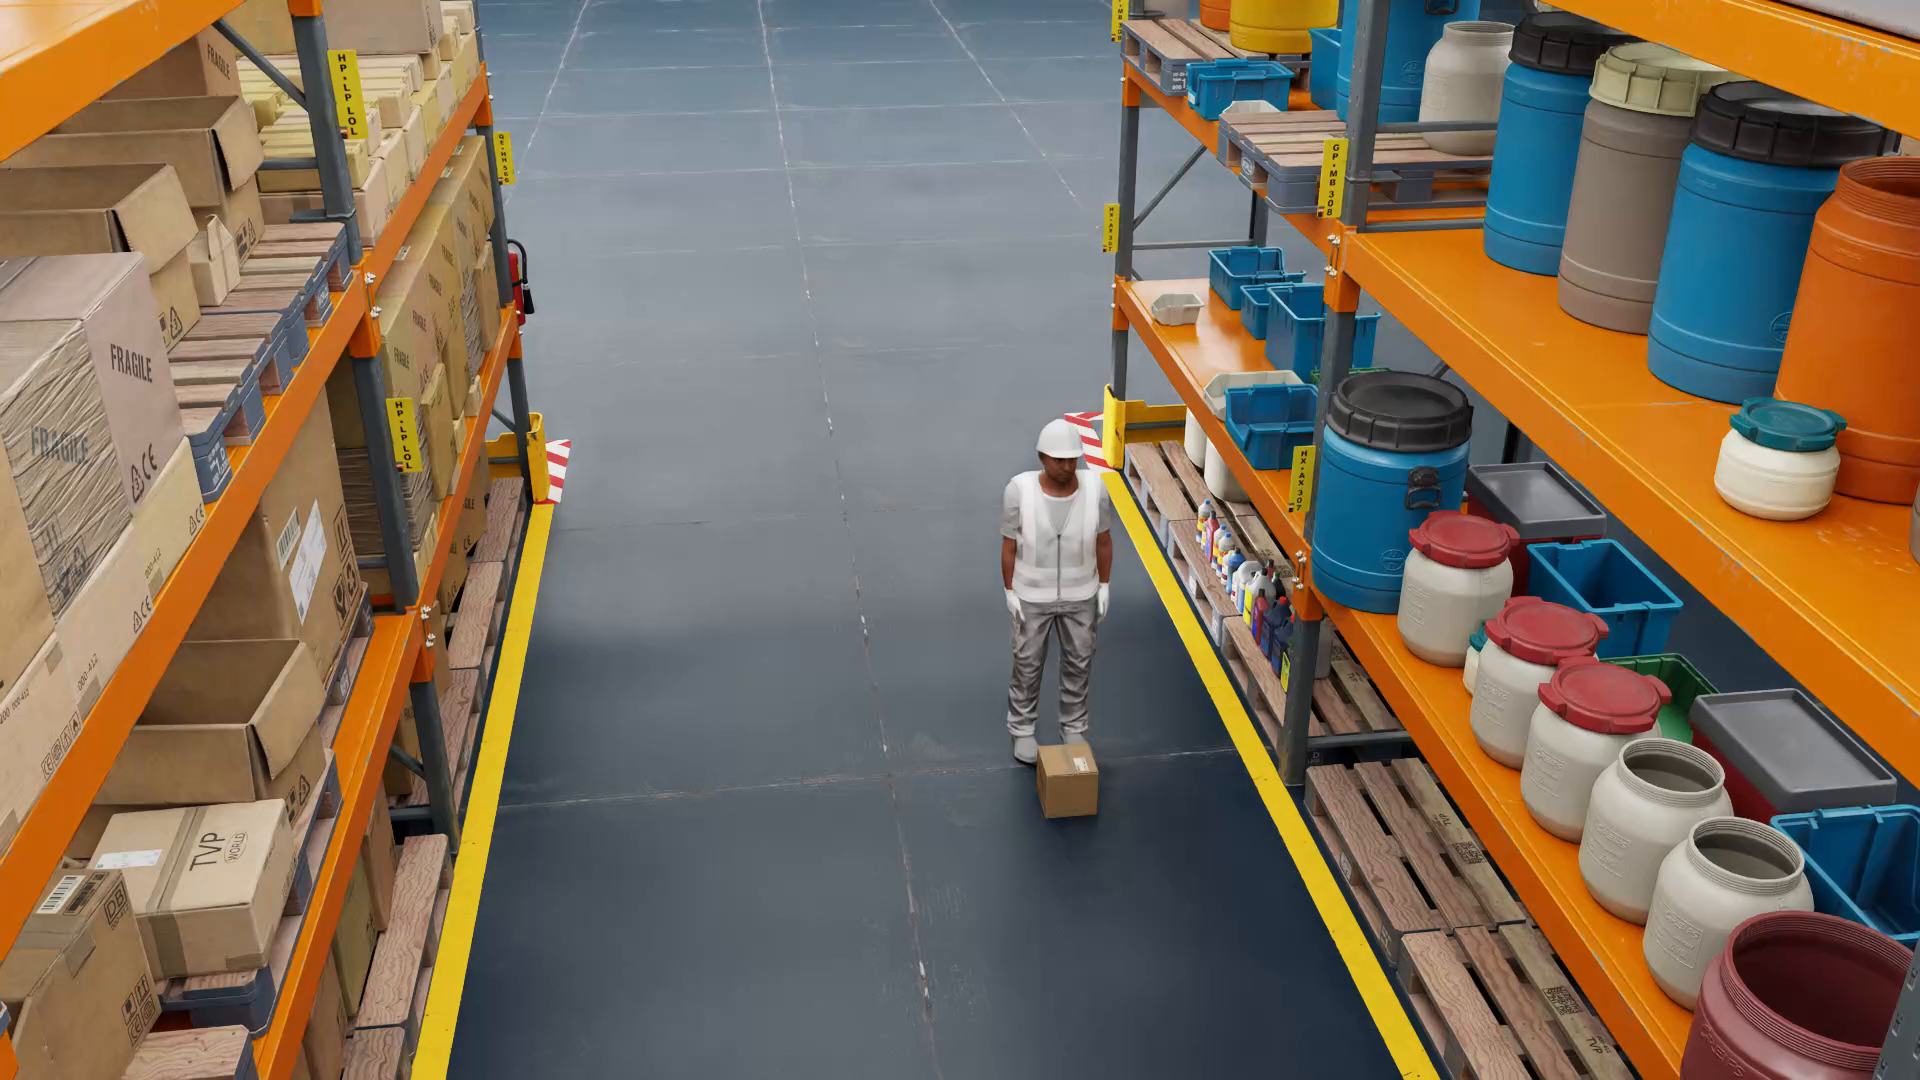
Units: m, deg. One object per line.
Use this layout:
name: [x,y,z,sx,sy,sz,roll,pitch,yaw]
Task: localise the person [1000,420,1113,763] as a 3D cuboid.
person: [0.469,0.255,8.093,0.545,1.781,0.359,-3,27,-6]
